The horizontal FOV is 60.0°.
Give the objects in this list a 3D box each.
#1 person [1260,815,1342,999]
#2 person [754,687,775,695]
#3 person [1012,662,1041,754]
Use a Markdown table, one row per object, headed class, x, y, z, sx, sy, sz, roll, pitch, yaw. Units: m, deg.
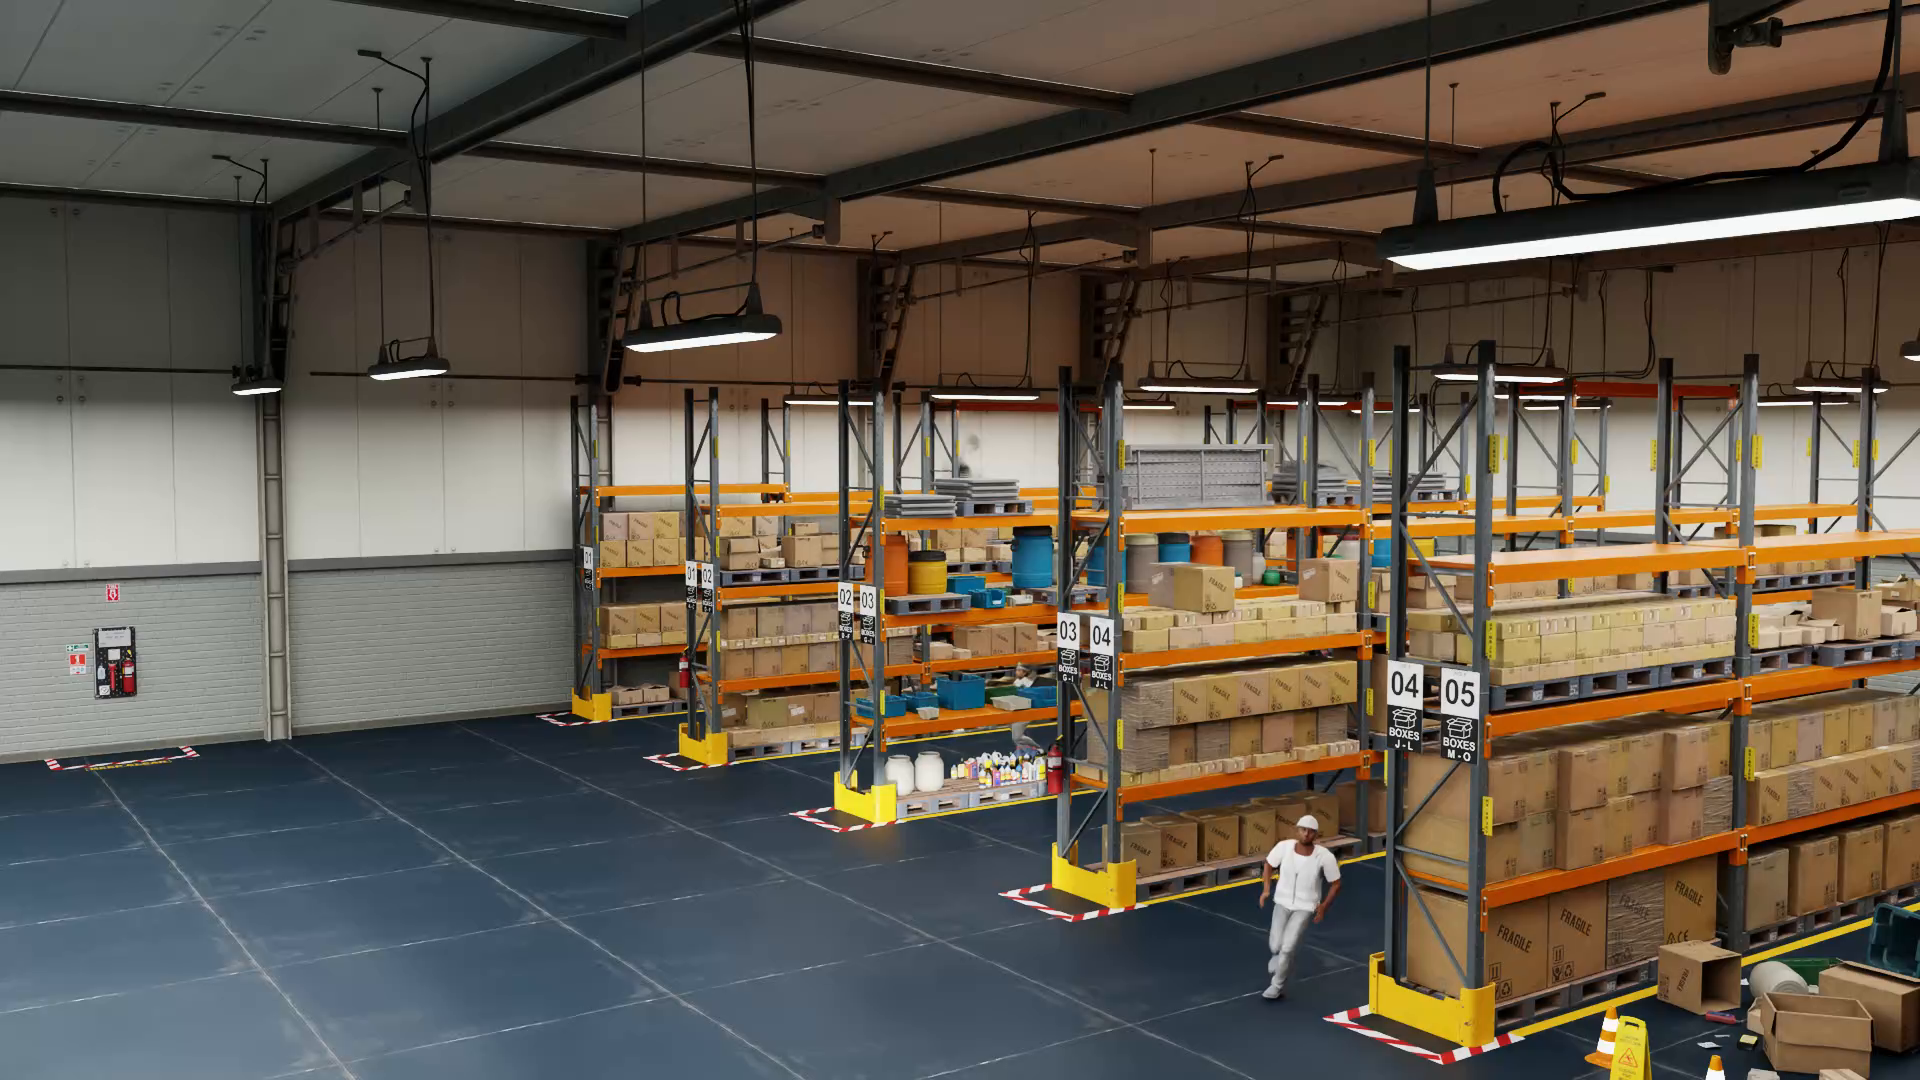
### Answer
| class | x | y | z | sx | sy | sz | roll | pitch | yaw |
| --- | --- | --- | --- | --- | --- | --- | --- | --- | --- |
| person | 3.153 | 3.388 | 15.436 | 0.741 | 1.694 | 0.603 | 2 | 4 | 24 |
| person | -3.410 | 2.494 | 29.836 | 0.837 | 1.757 | 0.667 | -3 | 5 | -44 |
| person | 0.973 | 2.752 | 26.382 | 0.507 | 1.663 | 0.624 | -2 | 4 | -32 |
